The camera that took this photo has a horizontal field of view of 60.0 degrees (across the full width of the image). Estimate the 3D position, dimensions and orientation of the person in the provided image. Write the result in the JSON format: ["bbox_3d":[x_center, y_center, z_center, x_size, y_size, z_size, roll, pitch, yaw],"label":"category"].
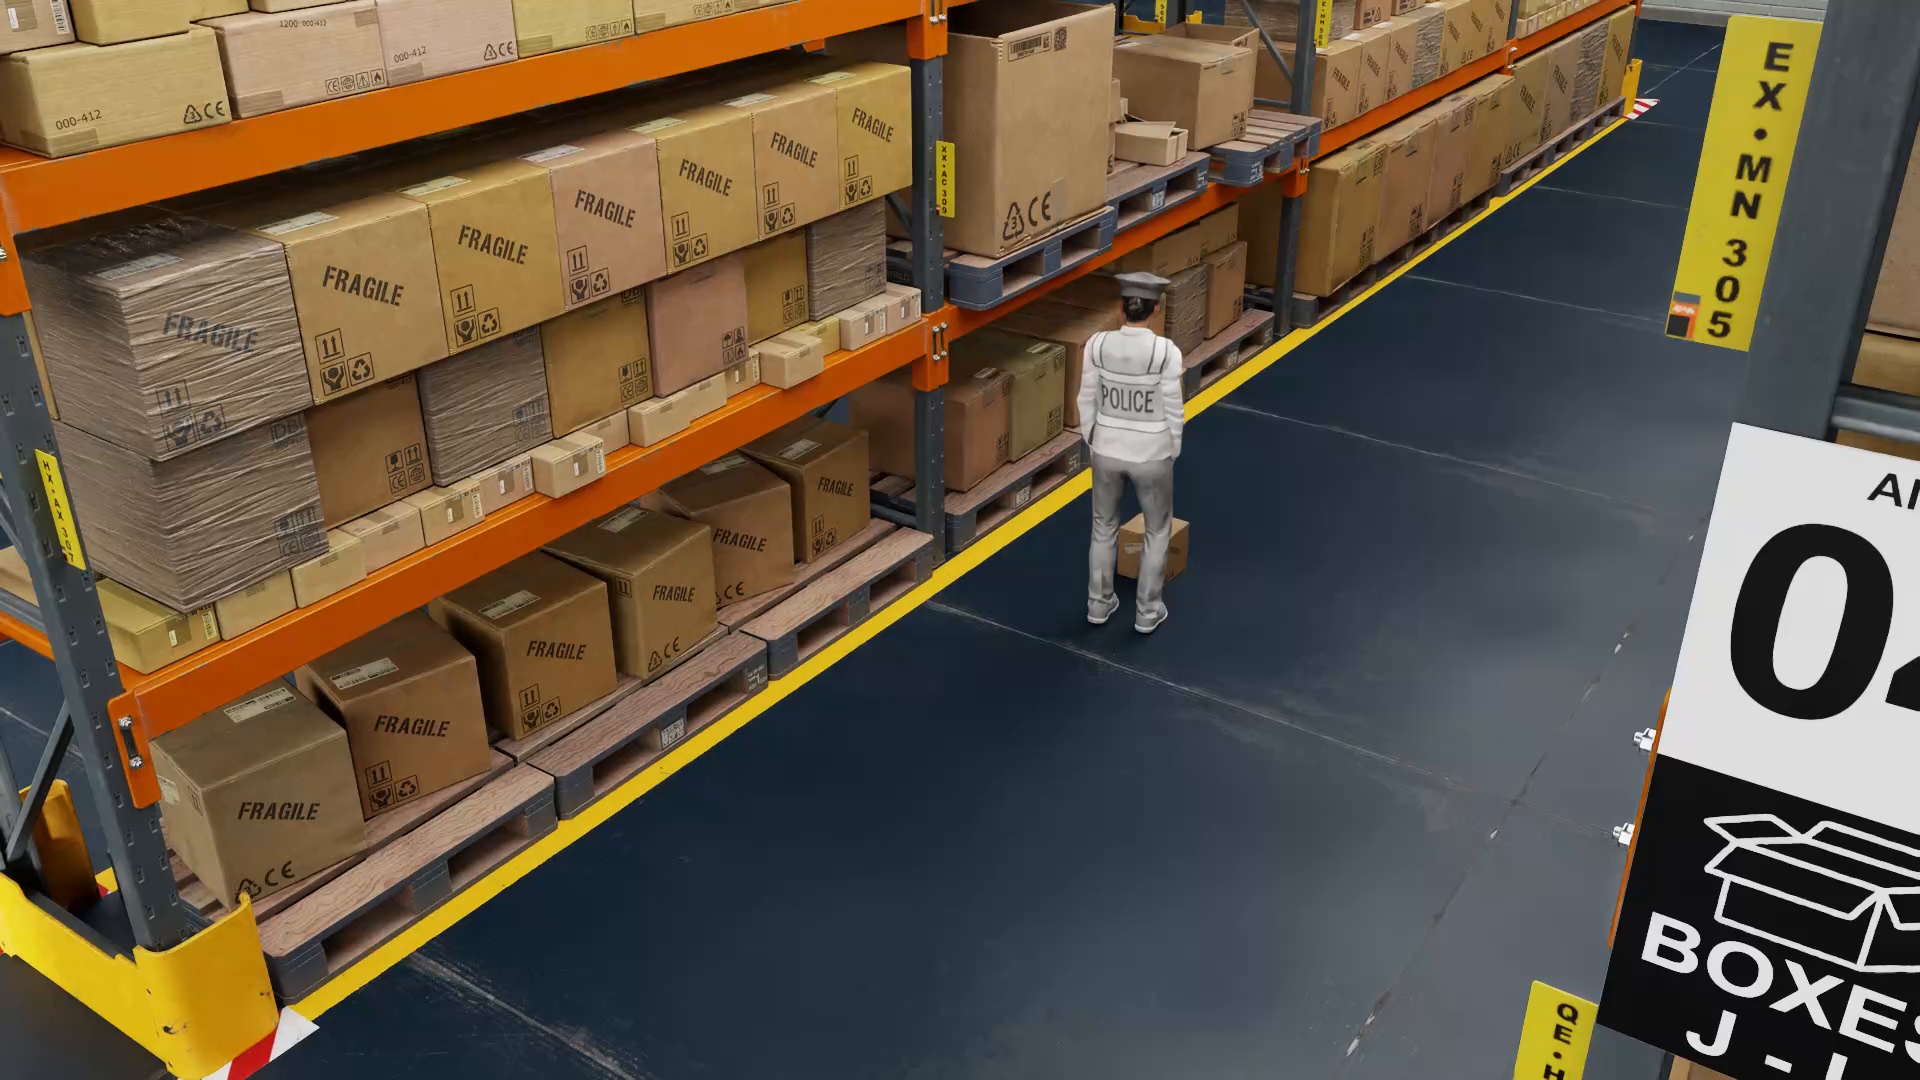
[{"bbox_3d":[0.752,-0.379,7.383,0.485,1.651,0.381,11,29,20],"label":"person"}]
